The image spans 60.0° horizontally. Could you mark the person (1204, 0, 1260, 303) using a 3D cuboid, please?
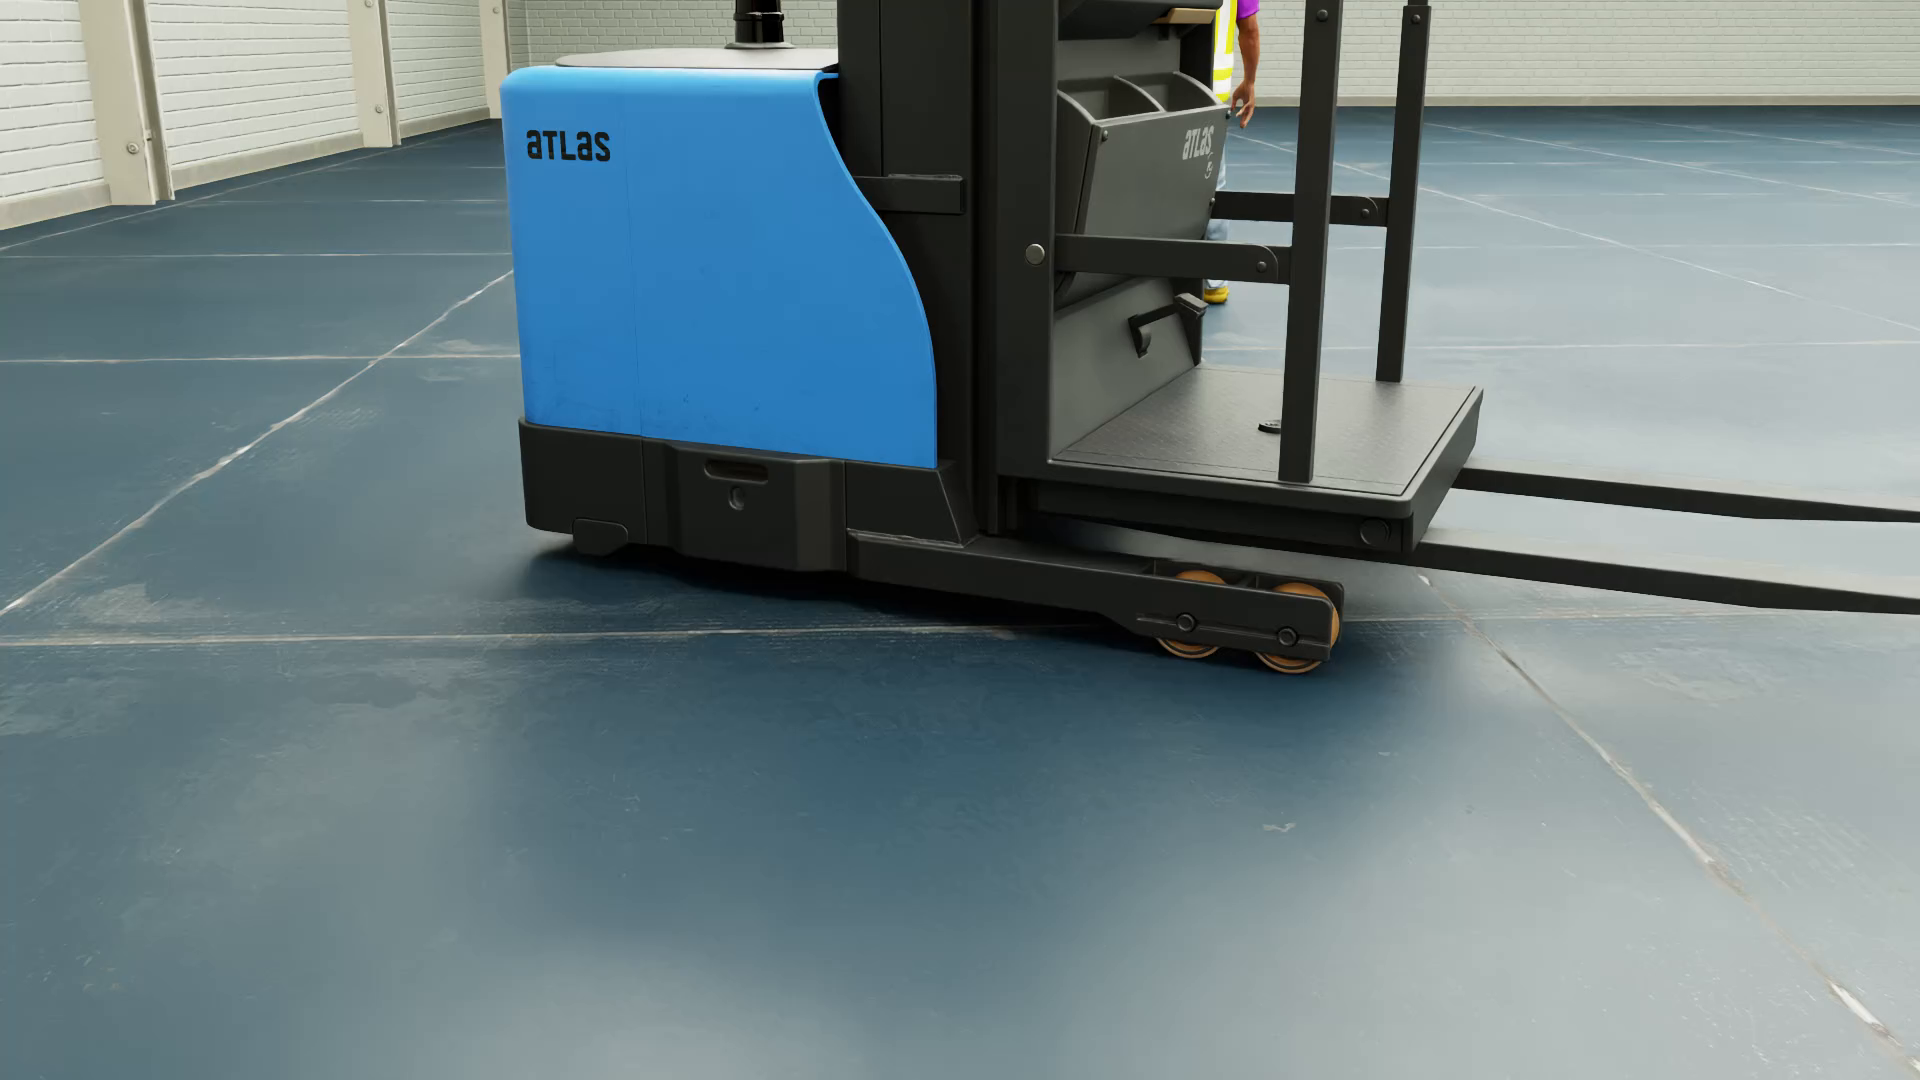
[{"bbox_3d":[0.910,-1.879,7.016,0.666,1.767,0.576,-2,17,-6],"label":"person"}]

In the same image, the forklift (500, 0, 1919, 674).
[{"bbox_3d":[0.568,-1.329,3.253,3.031,2.935,1.130,7,18,22],"label":"forklift"}]
